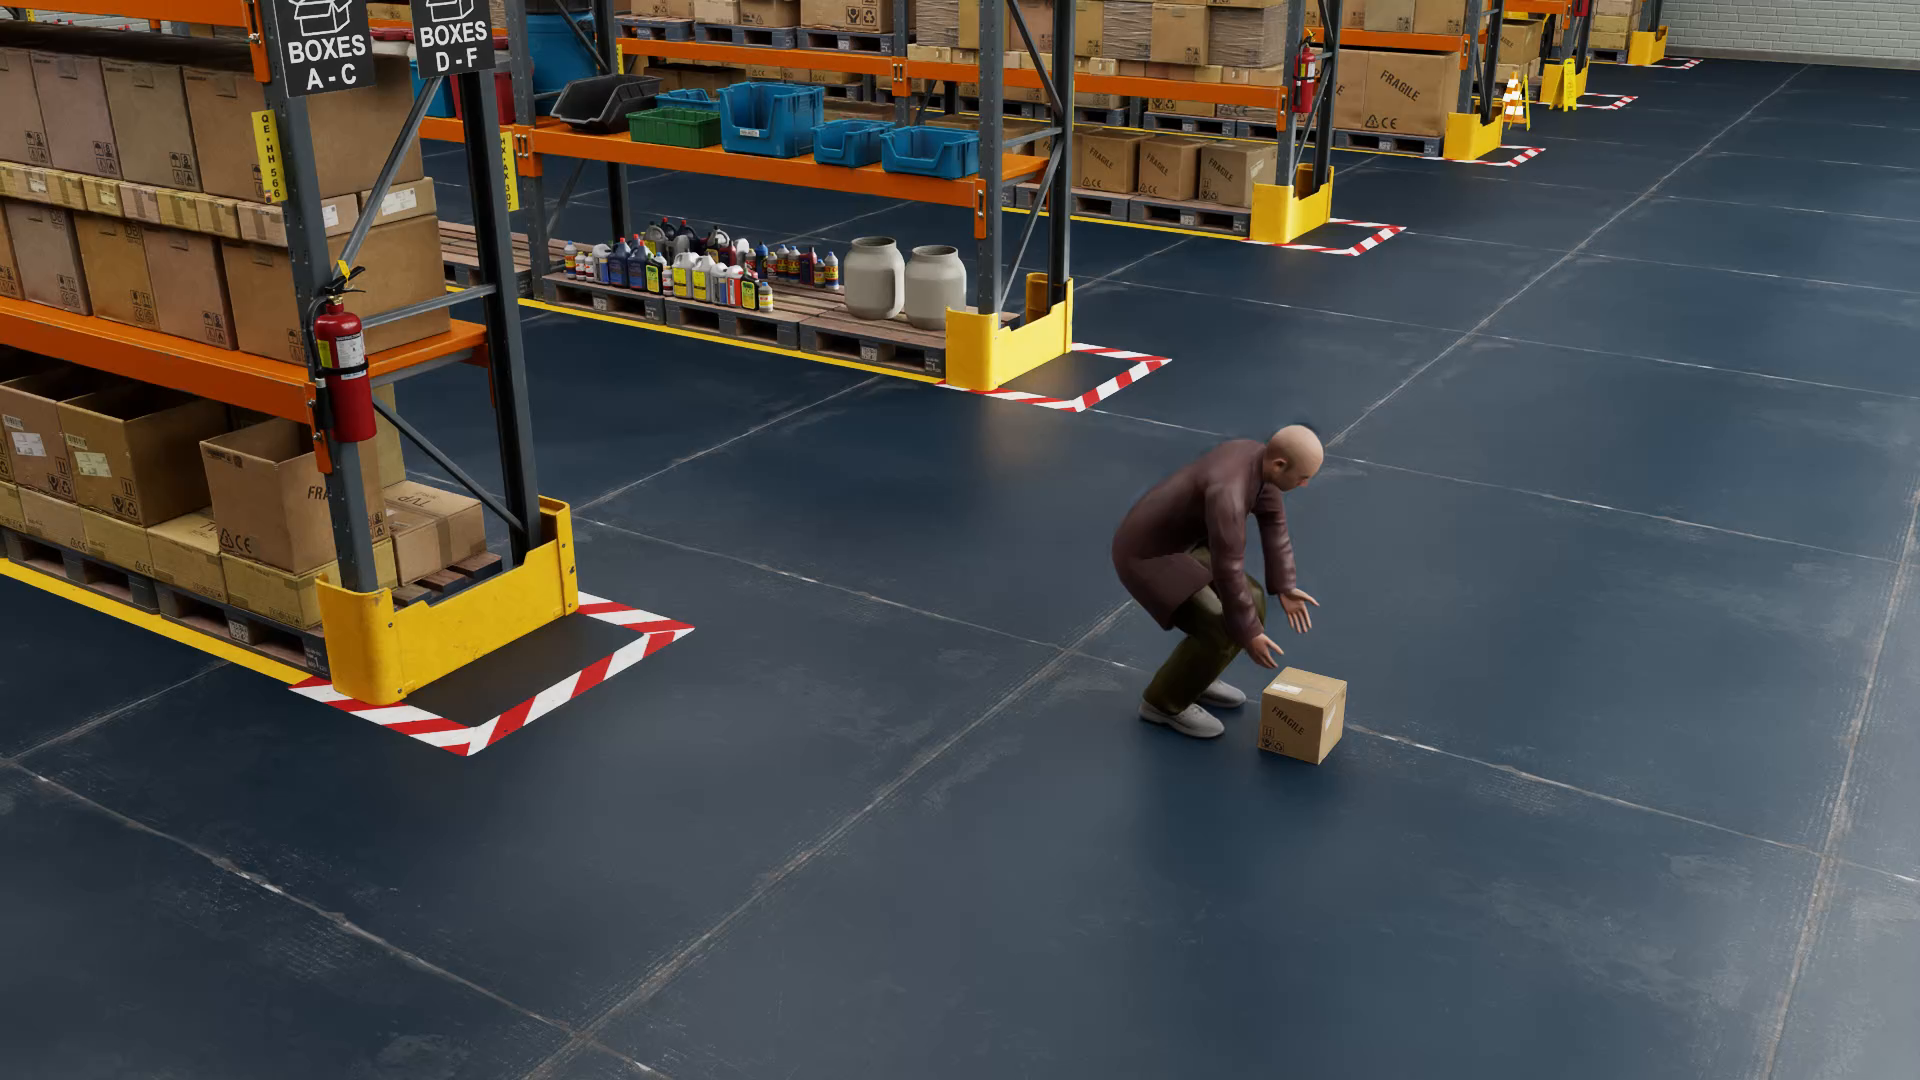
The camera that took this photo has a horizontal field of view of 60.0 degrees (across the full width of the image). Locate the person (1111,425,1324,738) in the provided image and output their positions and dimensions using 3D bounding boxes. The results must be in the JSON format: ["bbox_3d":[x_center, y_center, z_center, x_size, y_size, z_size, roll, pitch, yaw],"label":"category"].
[{"bbox_3d":[0.988,0.111,6.507,0.793,1.270,0.630,14,26,29],"label":"person"}]
